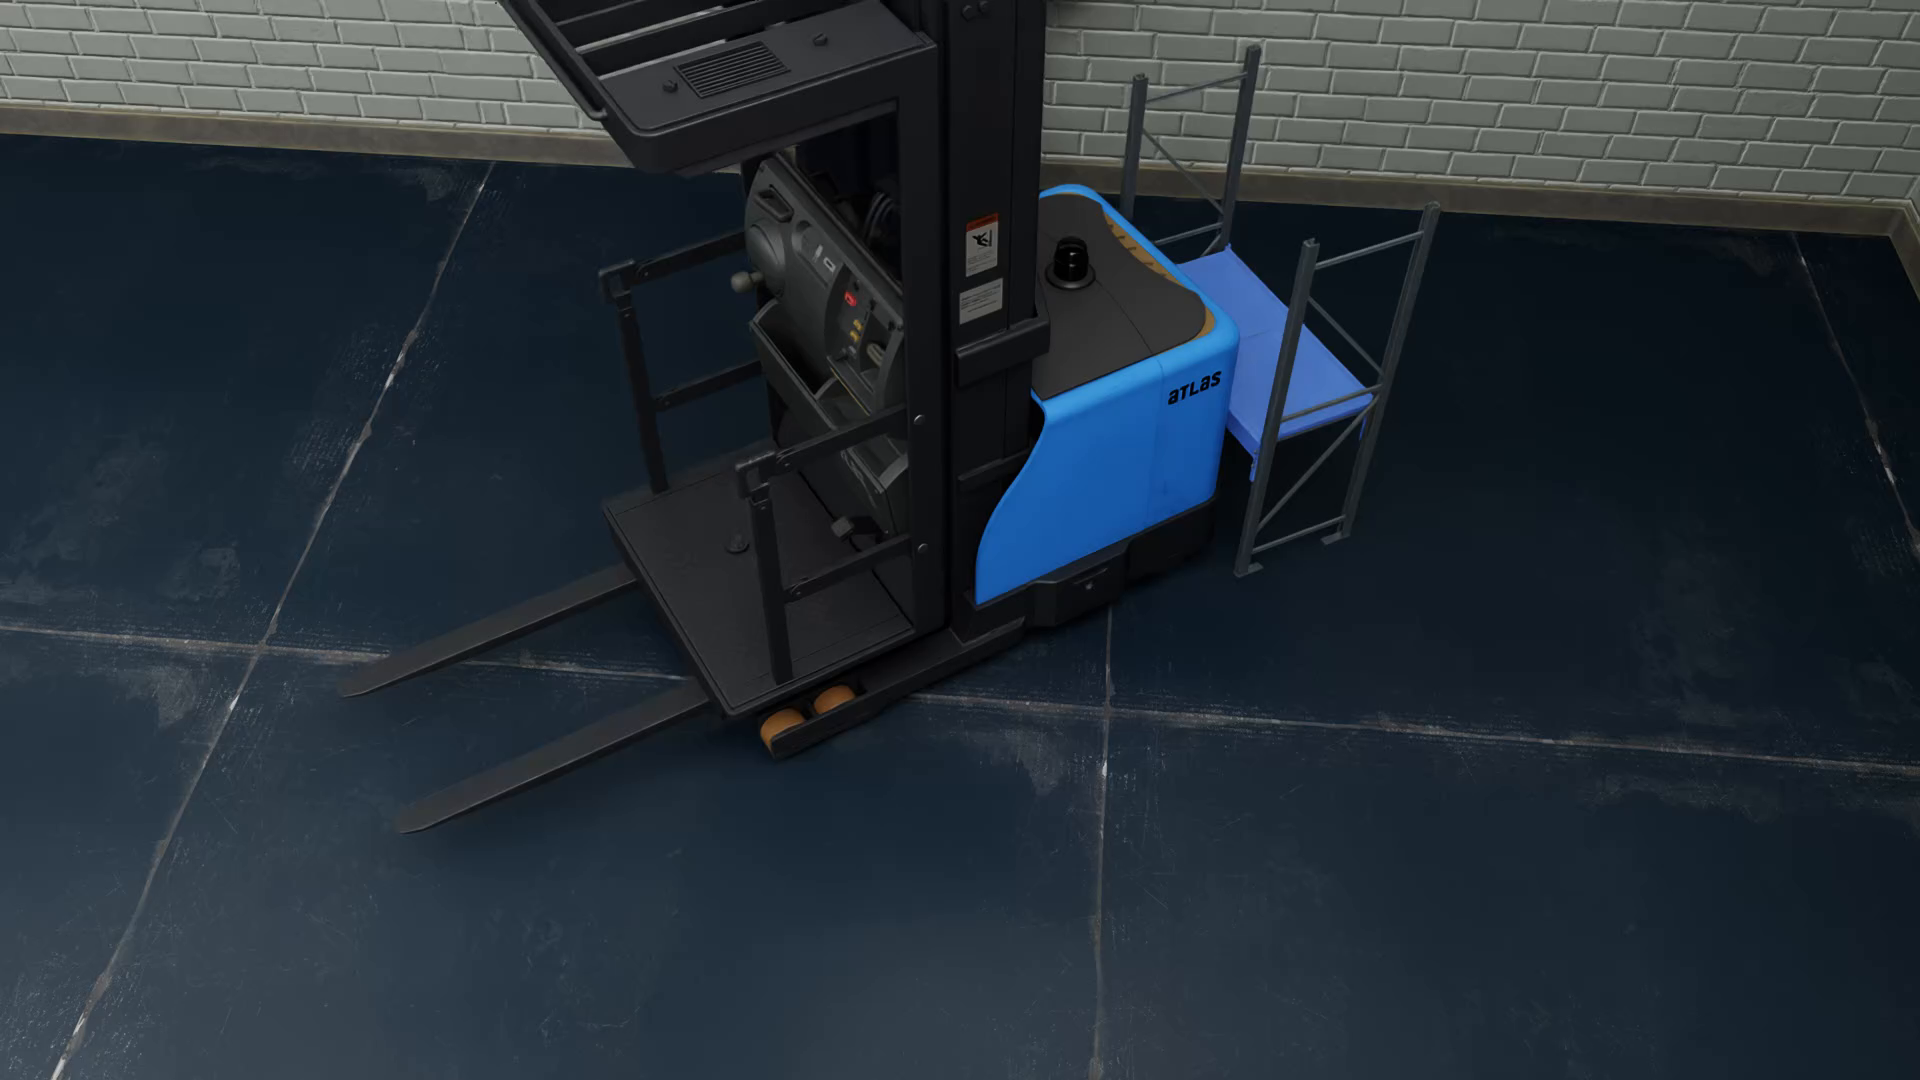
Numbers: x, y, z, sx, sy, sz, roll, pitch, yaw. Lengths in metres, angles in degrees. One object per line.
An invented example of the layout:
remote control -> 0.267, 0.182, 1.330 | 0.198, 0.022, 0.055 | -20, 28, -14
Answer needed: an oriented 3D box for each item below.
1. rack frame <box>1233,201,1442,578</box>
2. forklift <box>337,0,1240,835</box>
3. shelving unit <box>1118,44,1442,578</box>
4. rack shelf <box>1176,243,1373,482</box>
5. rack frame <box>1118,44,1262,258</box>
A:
rack frame -> 1.252, -0.459, 5.645 | 0.500, 1.500, 0.032 | -19, 50, -18
forklift -> -0.593, -0.713, 4.916 | 3.031, 2.935, 1.130 | -24, 52, -20
shelving unit -> 1.028, -0.795, 5.953 | 0.538, 1.500, 1.048 | -19, 50, -18
rack shelf -> 1.024, -0.673, 6.084 | 0.538, 0.185, 1.000 | -19, 50, -18
rack frame -> 0.803, -1.132, 6.261 | 0.500, 1.500, 0.032 | -19, 50, -18
